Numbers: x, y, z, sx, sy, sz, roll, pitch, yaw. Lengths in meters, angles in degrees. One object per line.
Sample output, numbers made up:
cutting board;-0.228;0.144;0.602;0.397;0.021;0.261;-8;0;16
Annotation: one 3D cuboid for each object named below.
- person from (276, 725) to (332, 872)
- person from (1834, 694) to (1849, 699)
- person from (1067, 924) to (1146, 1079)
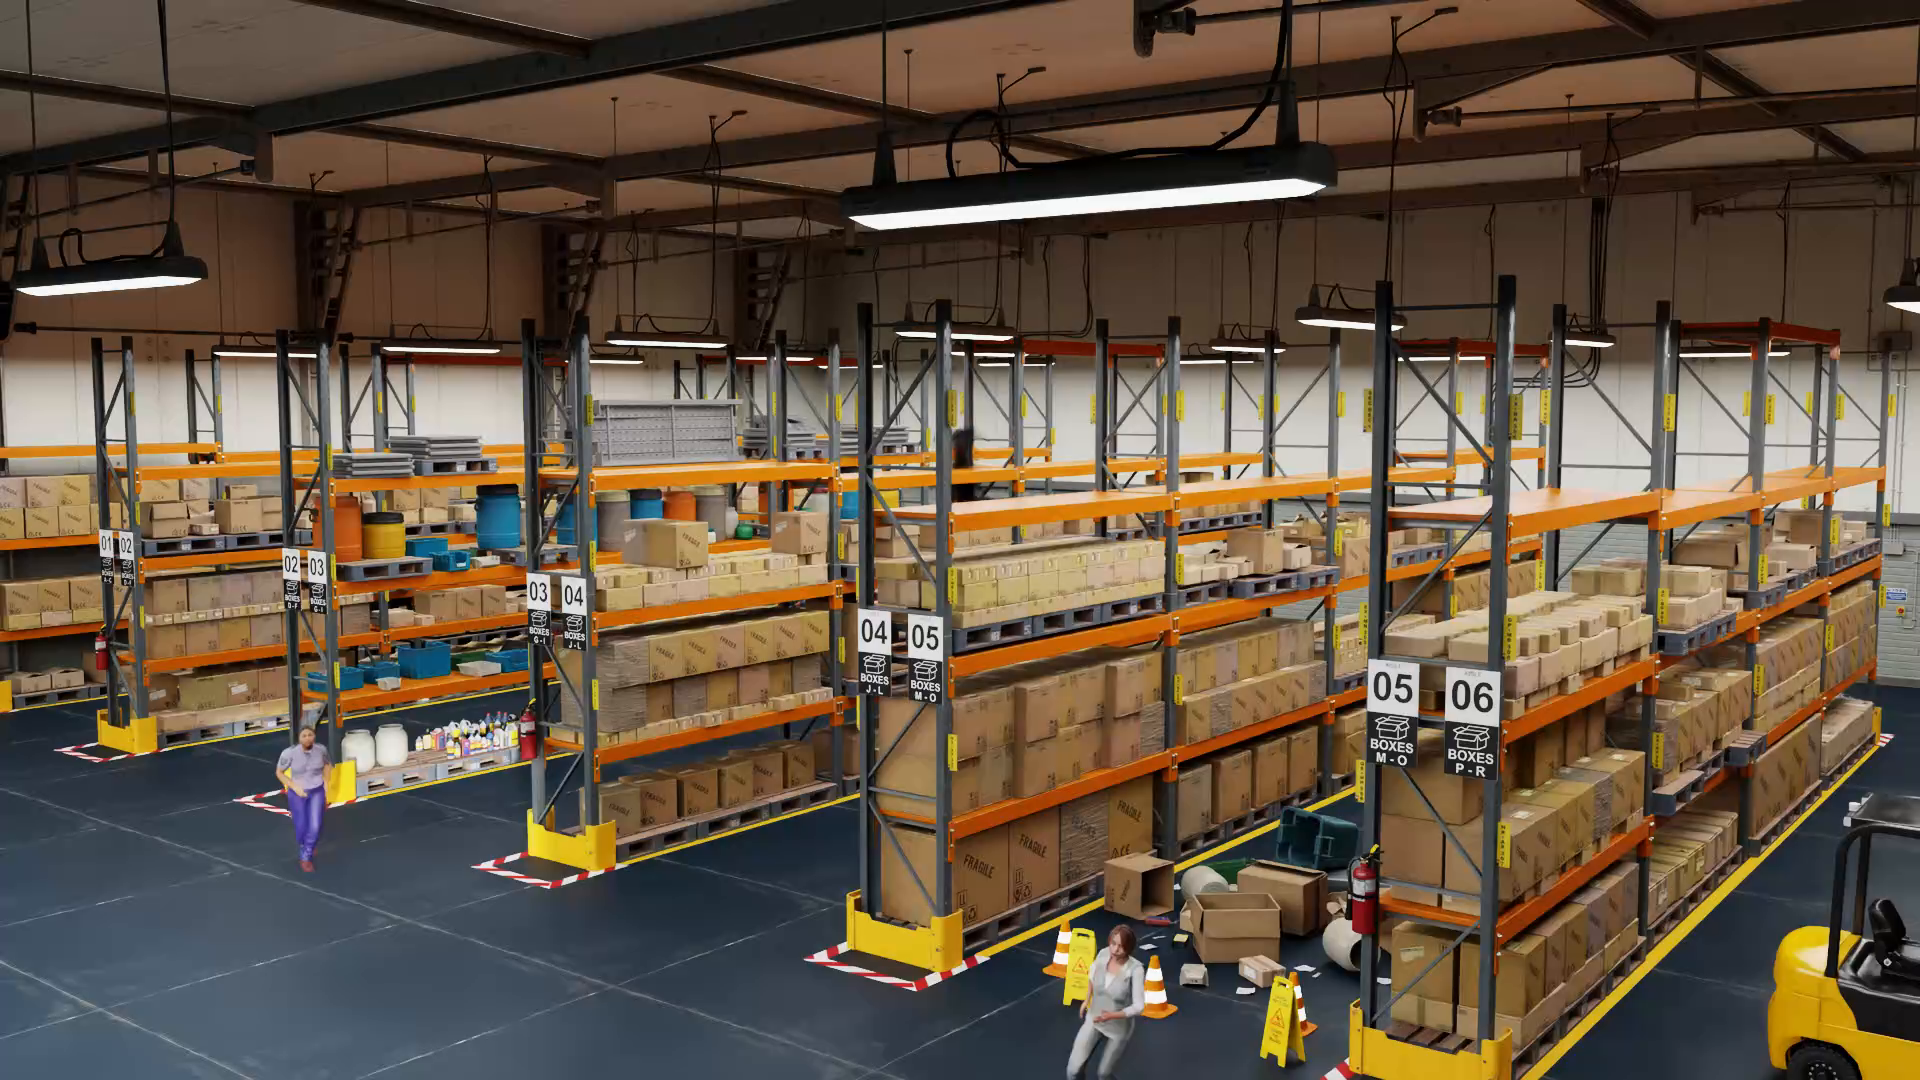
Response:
person;-7.190;2.799;18.245;0.588;1.594;0.645;-2;6;-26
person;13.668;2.040;26.114;0.625;1.727;0.651;5;7;43
person;0.981;3.379;11.538;0.680;1.519;0.726;2;6;26
